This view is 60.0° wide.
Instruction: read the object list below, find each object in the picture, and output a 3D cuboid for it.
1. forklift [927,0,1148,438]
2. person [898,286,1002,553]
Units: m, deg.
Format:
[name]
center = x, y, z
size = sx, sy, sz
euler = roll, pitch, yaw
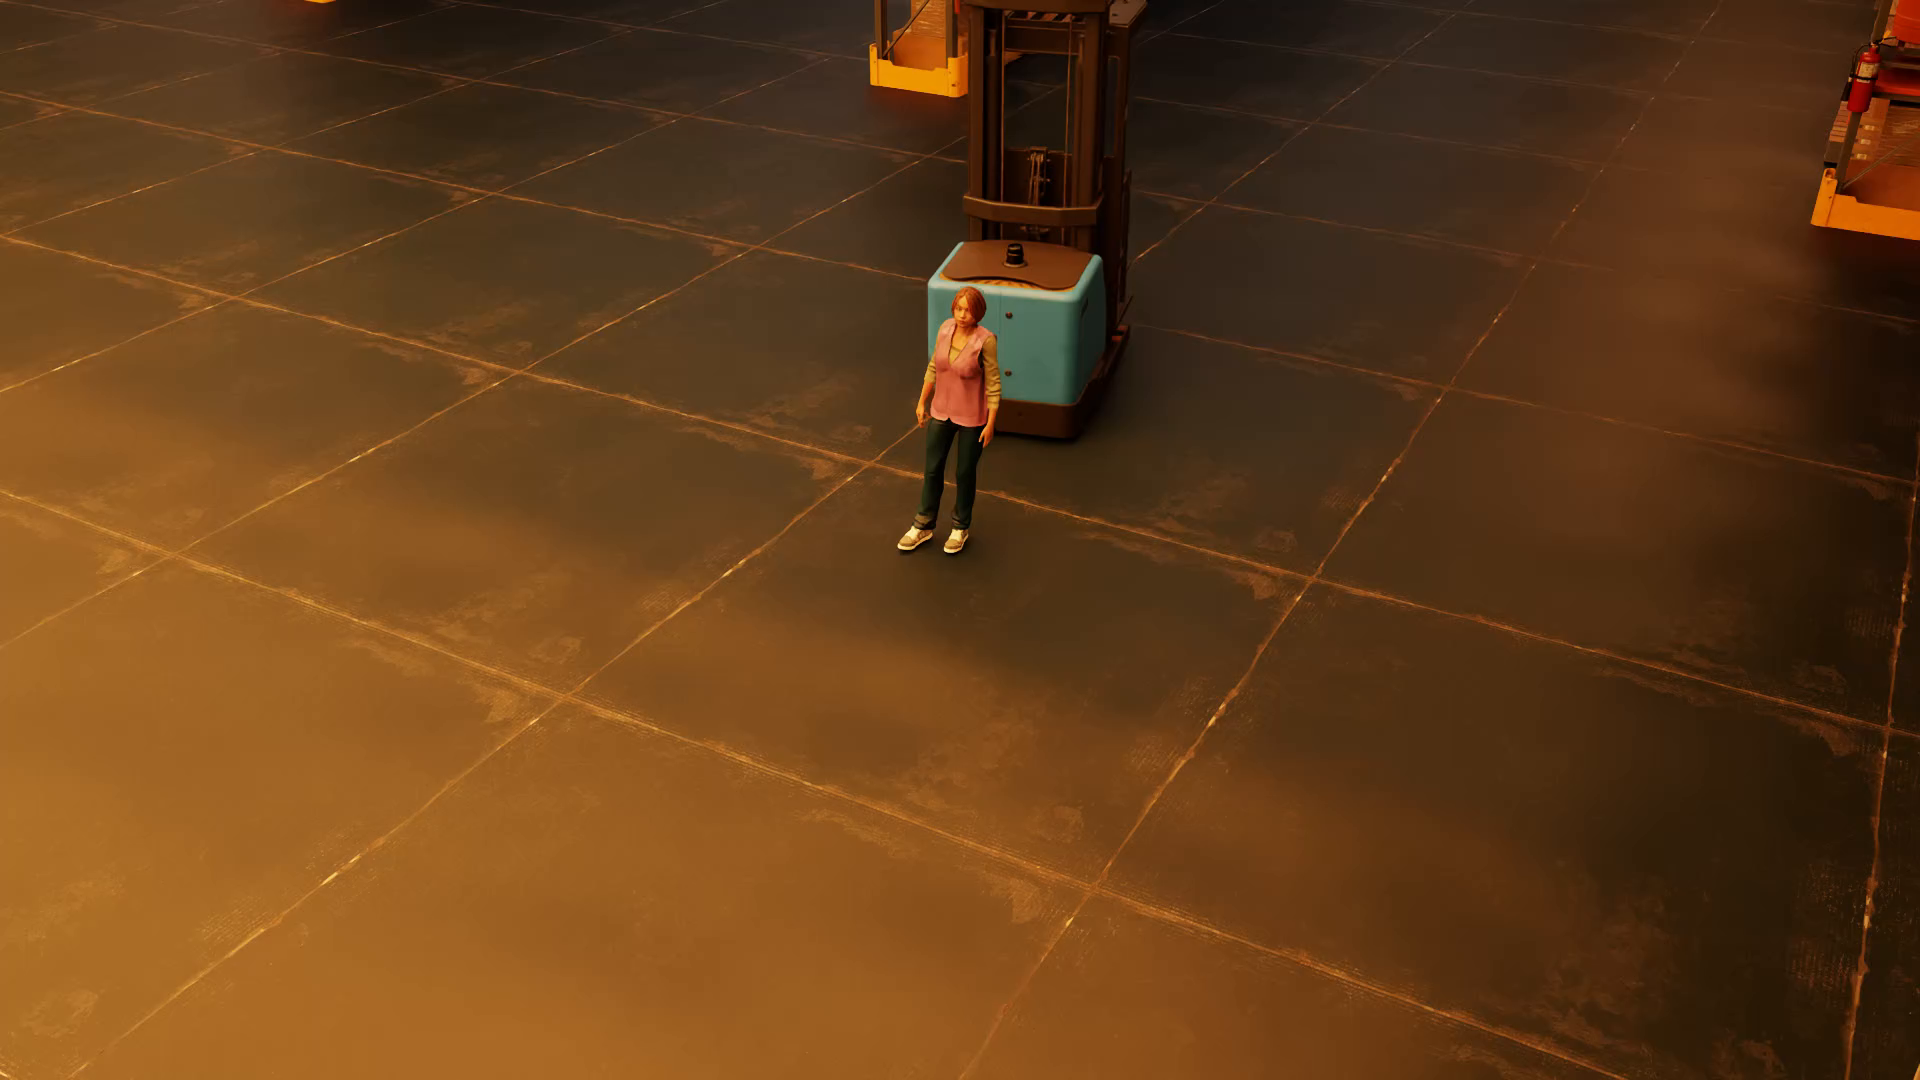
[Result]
[forklift]
center = 0.656, -2.667, 11.691
size = 1.130, 2.935, 3.031
euler = 8, 31, 13
[person]
center = -0.048, -0.668, 9.549
size = 0.521, 1.599, 0.473
euler = 15, 33, 25
